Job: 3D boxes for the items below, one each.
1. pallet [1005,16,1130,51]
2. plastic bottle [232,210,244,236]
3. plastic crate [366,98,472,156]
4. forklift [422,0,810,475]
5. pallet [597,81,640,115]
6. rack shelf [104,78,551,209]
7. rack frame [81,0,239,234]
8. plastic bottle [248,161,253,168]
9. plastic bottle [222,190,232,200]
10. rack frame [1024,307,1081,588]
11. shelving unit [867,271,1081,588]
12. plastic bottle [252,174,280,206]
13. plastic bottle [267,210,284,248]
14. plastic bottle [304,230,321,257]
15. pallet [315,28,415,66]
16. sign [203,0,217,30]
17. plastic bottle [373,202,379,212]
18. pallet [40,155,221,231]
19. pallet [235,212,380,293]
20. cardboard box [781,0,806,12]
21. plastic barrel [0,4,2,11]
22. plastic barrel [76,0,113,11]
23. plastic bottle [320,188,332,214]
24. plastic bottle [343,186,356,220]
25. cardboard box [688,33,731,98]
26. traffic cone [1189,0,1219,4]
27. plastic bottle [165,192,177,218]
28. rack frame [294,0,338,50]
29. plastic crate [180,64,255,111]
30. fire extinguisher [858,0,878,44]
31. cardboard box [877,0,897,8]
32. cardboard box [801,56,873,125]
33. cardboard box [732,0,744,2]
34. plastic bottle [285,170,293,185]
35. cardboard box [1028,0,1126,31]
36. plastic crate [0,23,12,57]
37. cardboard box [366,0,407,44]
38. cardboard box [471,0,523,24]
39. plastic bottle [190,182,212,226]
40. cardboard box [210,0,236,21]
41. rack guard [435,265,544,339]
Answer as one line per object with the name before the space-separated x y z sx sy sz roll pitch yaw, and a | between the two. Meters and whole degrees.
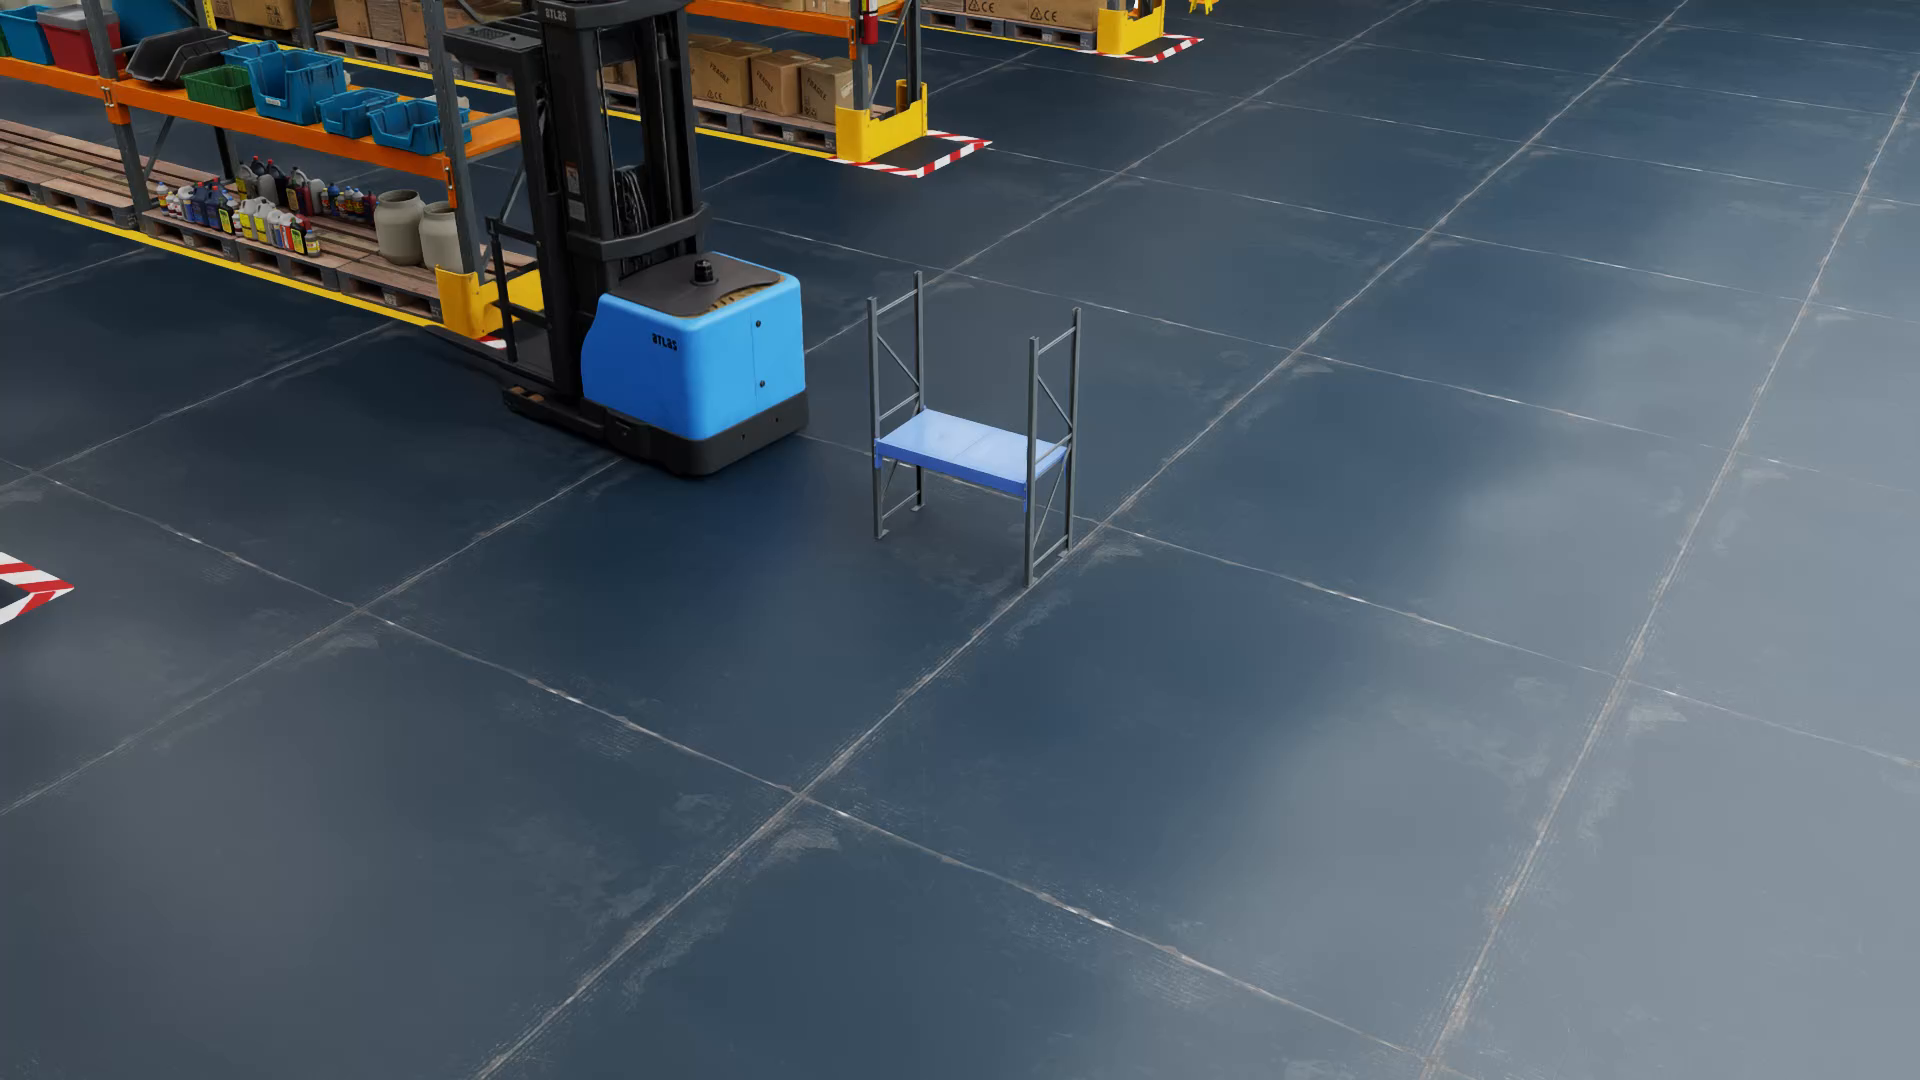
pallet | 1.306 -6.242 20.240 1.213 0.211 1.003 18 35 27
plastic bottle | -5.868 -2.585 13.545 0.097 0.201 0.097 0 30 0
plastic crate | -3.914 -3.004 12.070 0.616 0.251 0.499 18 35 27
forklift | -2.463 -2.260 10.715 3.031 2.935 1.130 22 37 32
pallet | -3.498 -4.878 17.902 1.213 0.211 1.003 18 35 27
rack shelf | -5.025 -3.287 13.122 4.000 0.370 1.077 18 35 27
rack frame | -6.719 -4.134 13.859 0.127 3.000 1.000 18 35 27
plastic bottle | -6.136 -3.162 14.453 0.133 0.283 0.061 19 35 30
plastic bottle | -6.069 -2.765 13.783 0.097 0.271 0.097 0 30 0
rack frame | 0.503 -0.489 9.099 0.032 1.500 0.500 18 35 27
shelving unit | 0.072 -0.625 9.333 1.048 1.500 0.538 18 35 27
plastic bottle | -5.915 -2.976 14.141 0.135 0.276 0.152 18 35 27
plastic bottle | -5.436 -2.497 13.320 0.135 0.276 0.152 17 34 26
plastic bottle | -5.119 -2.348 13.139 0.097 0.201 0.097 0 30 0
pallet | -6.812 -5.905 19.662 1.213 0.211 1.003 18 35 27
sign | -6.417 -4.485 14.187 0.005 0.325 0.100 18 35 27
plastic bottle | -4.788 -2.690 13.724 0.097 0.201 0.097 0 30 0
pallet | -7.404 -3.123 14.894 1.213 0.211 1.003 18 35 27
pallet | -5.134 -2.405 13.663 1.213 0.211 1.003 18 35 27
cardboard box | -1.499 -5.168 15.881 0.250 0.149 0.380 18 35 27
plastic barrel | -8.765 -4.956 15.158 0.421 0.512 0.421 0 30 0
plastic barrel | -7.412 -4.542 14.424 0.433 0.535 0.433 0 30 0
plastic bottle | -5.334 -2.862 14.020 0.097 0.201 0.097 0 30 0
plastic bottle | -5.076 -2.811 13.863 0.097 0.271 0.097 0 30 0
cardboard box | -2.711 -4.942 17.308 0.500 0.500 0.500 14 33 23
traffic cone | 3.219 -7.310 21.820 0.334 0.463 0.336 18 35 27
plastic bottle | -6.596 -2.815 13.939 0.097 0.201 0.097 0 30 0
rack frame | -7.473 -7.319 19.319 0.127 3.000 1.000 18 35 27
plastic crate | -5.719 -3.558 13.082 0.662 0.188 0.450 18 35 27
fire extinguisher | -0.846 -4.915 15.275 0.183 0.674 0.296 18 35 27
cardboard box | -0.812 -5.246 16.014 0.250 0.149 0.380 18 35 27
cardboard box | -1.218 -4.452 16.469 0.500 0.500 0.500 25 39 36
cardboard box | -2.116 -5.384 16.251 0.250 0.149 0.380 18 35 27
plastic bottle | -5.697 -3.024 14.215 0.133 0.283 0.061 20 36 31
cardboard box | 1.415 -6.683 19.920 0.875 0.875 0.875 18 35 28
plastic crate | -8.344 -4.388 14.505 0.662 0.188 0.450 18 35 27
cardboard box | -6.419 -6.115 19.300 0.500 0.500 0.700 15 33 23
cardboard box | -4.988 -5.667 18.532 0.500 0.500 0.700 17 34 27
plastic bottle | -6.256 -2.786 13.741 0.185 0.351 0.144 19 35 29
cardboard box | -8.798 -7.019 20.496 0.875 0.875 1.225 18 35 27
rack guard | -3.420 -1.983 12.652 0.348 0.500 1.175 18 35 27
